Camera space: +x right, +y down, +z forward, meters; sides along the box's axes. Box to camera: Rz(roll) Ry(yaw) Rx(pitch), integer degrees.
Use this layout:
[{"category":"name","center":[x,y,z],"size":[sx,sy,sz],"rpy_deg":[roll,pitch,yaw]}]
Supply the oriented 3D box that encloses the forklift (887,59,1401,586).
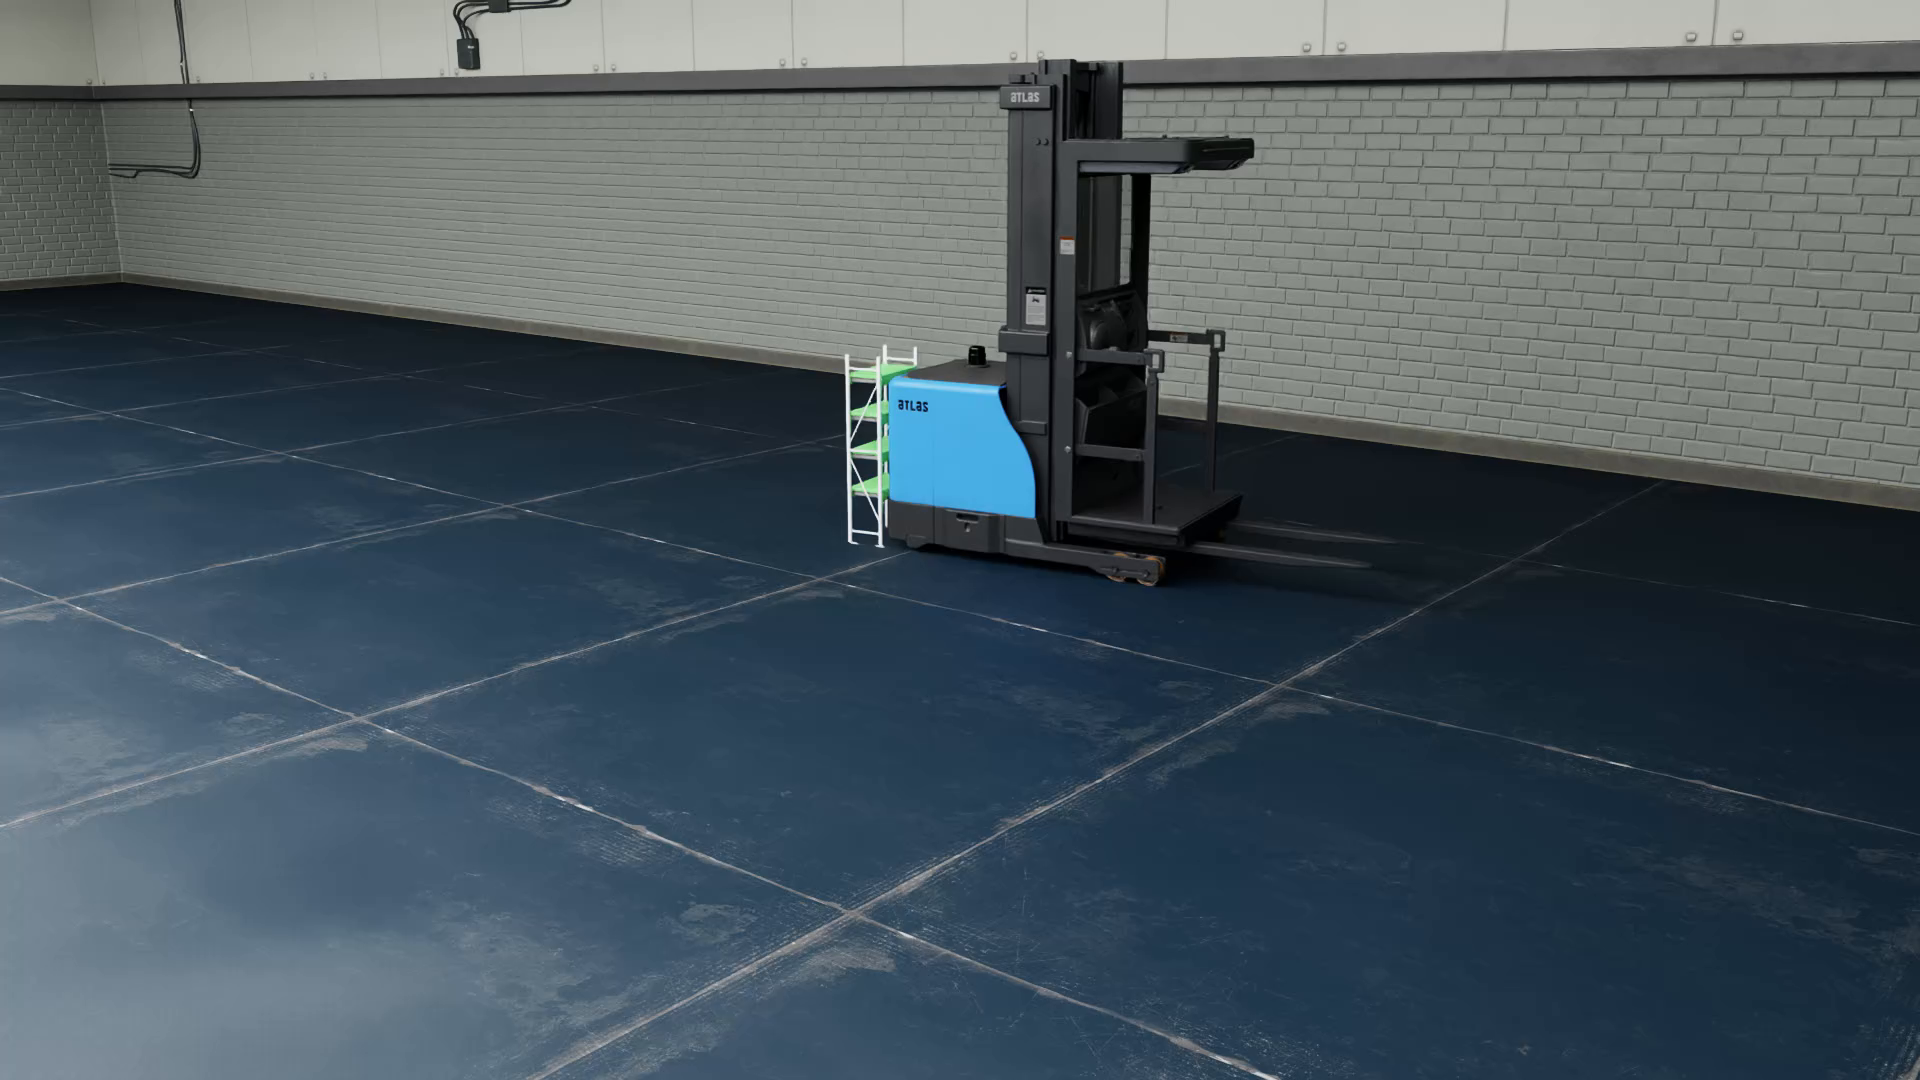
[{"category":"forklift","center":[1.087,-1.305,9.808],"size":[3.031,2.935,1.130],"rpy_deg":[8,16,28]}]

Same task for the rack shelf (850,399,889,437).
[{"category":"rack shelf","center":[-0.489,-0.775,10.520],"size":[0.258,0.148,0.480],"rpy_deg":[7,16,25]}]

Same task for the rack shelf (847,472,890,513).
[{"category":"rack shelf","center":[-0.489,-0.309,10.638],"size":[0.258,0.148,0.480],"rpy_deg":[7,16,25]}]

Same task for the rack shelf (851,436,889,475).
[{"category":"rack shelf","center":[-0.489,-0.542,10.579],"size":[0.258,0.148,0.480],"rpy_deg":[7,16,25]}]

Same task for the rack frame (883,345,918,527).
[{"category":"rack frame","center":[-0.382,-0.658,10.776],"size":[0.240,1.200,0.015],"rpy_deg":[7,16,25]}]

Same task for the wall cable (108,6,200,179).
[{"category":"wall cable","center":[-12.634,-6.862,25.666],"size":[3.097,2.526,0.112],"rpy_deg":[11,18,38]}]

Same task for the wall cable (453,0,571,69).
[{"category":"wall cable","center":[-5.260,-8.543,19.070],"size":[2.305,6.003,0.169],"rpy_deg":[11,18,38]}]

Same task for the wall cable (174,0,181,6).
[{"category":"wall cable","center":[-10.530,-8.892,23.396],"size":[3.097,2.526,0.112],"rpy_deg":[11,18,38]}]

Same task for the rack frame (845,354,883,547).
[{"category":"rack frame","center":[-0.596,-0.550,10.351],"size":[0.240,1.200,0.015],"rpy_deg":[7,16,25]}]

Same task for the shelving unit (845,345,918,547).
[{"category":"shelving unit","center":[-0.489,-0.604,10.563],"size":[0.258,1.200,0.503],"rpy_deg":[7,16,25]}]

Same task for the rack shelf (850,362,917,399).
[{"category":"rack shelf","center":[-0.489,-1.007,10.461],"size":[0.258,0.148,0.480],"rpy_deg":[7,16,25]}]
